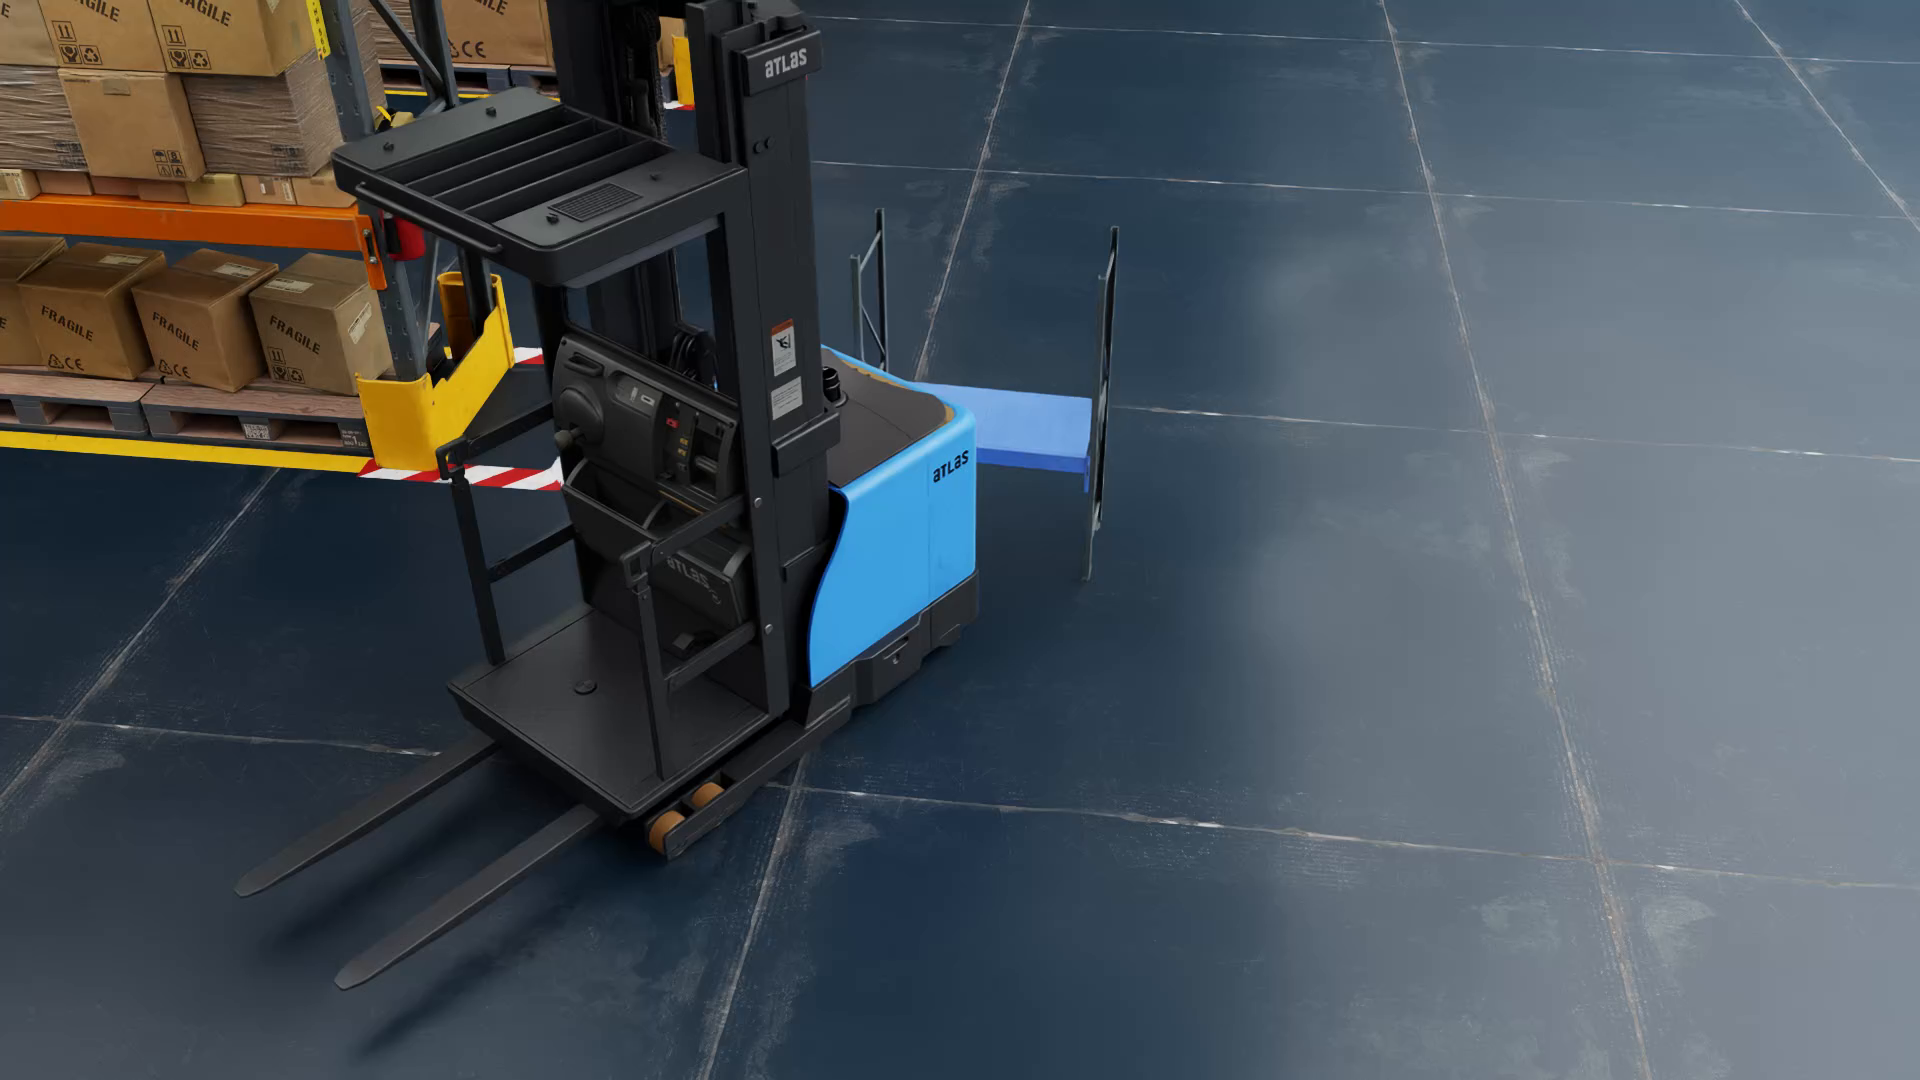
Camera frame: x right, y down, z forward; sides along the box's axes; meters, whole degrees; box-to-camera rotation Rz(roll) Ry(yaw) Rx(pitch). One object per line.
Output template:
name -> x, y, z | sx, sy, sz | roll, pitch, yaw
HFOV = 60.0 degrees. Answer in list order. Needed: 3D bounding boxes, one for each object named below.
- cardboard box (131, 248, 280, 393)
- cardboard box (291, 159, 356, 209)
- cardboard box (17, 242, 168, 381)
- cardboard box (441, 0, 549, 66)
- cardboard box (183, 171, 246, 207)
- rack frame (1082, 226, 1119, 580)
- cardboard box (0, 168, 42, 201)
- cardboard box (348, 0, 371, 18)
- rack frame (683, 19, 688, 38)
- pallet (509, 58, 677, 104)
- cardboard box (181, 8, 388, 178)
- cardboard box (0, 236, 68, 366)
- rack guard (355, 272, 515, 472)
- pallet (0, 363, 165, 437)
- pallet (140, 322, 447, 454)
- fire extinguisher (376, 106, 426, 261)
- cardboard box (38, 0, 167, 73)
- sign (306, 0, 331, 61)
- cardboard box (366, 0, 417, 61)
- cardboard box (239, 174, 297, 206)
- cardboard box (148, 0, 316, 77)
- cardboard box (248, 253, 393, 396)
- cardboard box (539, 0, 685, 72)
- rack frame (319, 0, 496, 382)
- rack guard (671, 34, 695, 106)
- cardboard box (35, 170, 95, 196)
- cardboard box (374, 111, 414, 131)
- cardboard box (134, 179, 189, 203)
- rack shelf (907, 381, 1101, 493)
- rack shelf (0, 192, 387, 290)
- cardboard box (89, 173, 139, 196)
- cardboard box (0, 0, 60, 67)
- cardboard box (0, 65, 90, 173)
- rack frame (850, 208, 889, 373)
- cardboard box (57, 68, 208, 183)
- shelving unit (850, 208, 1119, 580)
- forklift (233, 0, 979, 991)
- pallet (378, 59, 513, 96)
cardboard box -> -3.815, -1.133, 8.546 | 0.500, 0.500, 0.500 | 14, 38, 18
cardboard box -> -2.909, -1.699, 7.765 | 0.250, 0.149, 0.380 | 4, 36, 6
cardboard box -> -4.433, -1.190, 8.626 | 0.500, 0.500, 0.500 | 7, 36, 10
cardboard box -> -3.422, -4.132, 12.425 | 0.875, 0.875, 0.875 | 4, 36, 5
cardboard box -> -3.412, -1.707, 7.776 | 0.250, 0.149, 0.380 | 4, 36, 6
rack frame -> 0.612, -0.572, 7.261 | 0.032, 1.500, 0.500 | 6, 36, 8
cardboard box -> -4.410, -1.750, 7.836 | 0.250, 0.149, 0.380 | 4, 36, 6
cardboard box -> -3.111, -2.666, 7.700 | 0.500, 0.500, 0.500 | 4, 36, 6
rack frame -> -1.868, -4.750, 11.823 | 0.127, 3.000, 1.000 | 4, 36, 6
pallet -> -2.671, -3.629, 12.653 | 1.213, 0.211, 1.003 | 4, 36, 6
cardboard box -> -3.142, -2.118, 7.793 | 0.500, 0.500, 0.875 | 4, 36, 6
cardboard box -> -4.981, -1.257, 8.720 | 0.500, 0.500, 0.500 | 1, 36, 2
rack guard -> -2.676, -0.887, 8.563 | 0.348, 0.500, 1.175 | 4, 36, 6
pallet -> -4.684, -0.942, 8.888 | 1.213, 0.211, 1.003 | 4, 36, 6
pallet -> -3.477, -0.850, 8.760 | 1.213, 0.211, 1.003 | 4, 36, 6
fire extinguisher -> -2.545, -1.594, 7.468 | 0.183, 0.674, 0.296 | 4, 36, 6
cardboard box -> -3.674, -2.400, 7.328 | 0.500, 0.500, 0.500 | 4, 36, 6
sign -> -2.691, -2.181, 6.955 | 0.005, 0.325, 0.100 | 4, 36, 6
cardboard box -> -4.326, -4.200, 12.521 | 0.875, 0.875, 0.875 | 5, 36, 6
cardboard box -> -3.157, -1.718, 7.791 | 0.250, 0.149, 0.380 | 4, 36, 6
cardboard box -> -3.177, -2.366, 7.281 | 0.500, 0.500, 0.500 | 4, 36, 6
cardboard box -> -3.218, -1.109, 8.511 | 0.500, 0.500, 0.500 | 11, 37, 15
cardboard box -> -2.549, -4.068, 12.335 | 0.875, 0.875, 0.875 | 4, 36, 6
rack frame -> -2.600, -1.899, 7.829 | 0.127, 3.000, 1.000 | 4, 36, 6
rack guard -> -1.844, -3.730, 12.547 | 0.348, 0.500, 1.175 | 4, 36, 6
cardboard box -> -4.151, -1.782, 7.881 | 0.250, 0.149, 0.380 | 4, 36, 6
cardboard box -> -2.853, -1.955, 8.124 | 0.250, 0.149, 0.380 | 4, 36, 6
cardboard box -> -3.658, -1.734, 7.814 | 0.250, 0.149, 0.380 | 4, 36, 6
rack shelf -> 0.112, -0.480, 7.440 | 1.000, 0.185, 0.538 | 6, 36, 8
rack shelf -> -4.584, -1.754, 8.245 | 4.000, 0.370, 1.077 | 4, 36, 6
cardboard box -> -3.900, -1.777, 7.873 | 0.250, 0.149, 0.380 | 4, 36, 6
cardboard box -> -4.170, -2.438, 7.382 | 0.500, 0.500, 0.500 | 4, 36, 6
cardboard box -> -4.144, -2.147, 7.834 | 0.500, 0.500, 0.875 | 4, 36, 6
rack frame -> -0.388, -0.679, 7.411 | 0.032, 1.500, 0.500 | 6, 36, 8
cardboard box -> -3.654, -2.085, 7.748 | 0.500, 0.500, 0.875 | 4, 36, 6
shelving unit -> 0.112, -0.626, 7.336 | 1.048, 1.500, 0.538 | 6, 36, 8
forklift -> -1.256, -0.360, 5.732 | 1.130, 2.935, 3.031 | 26, 43, 32
pallet -> -3.878, -3.720, 12.781 | 1.213, 0.211, 1.003 | 4, 36, 6
